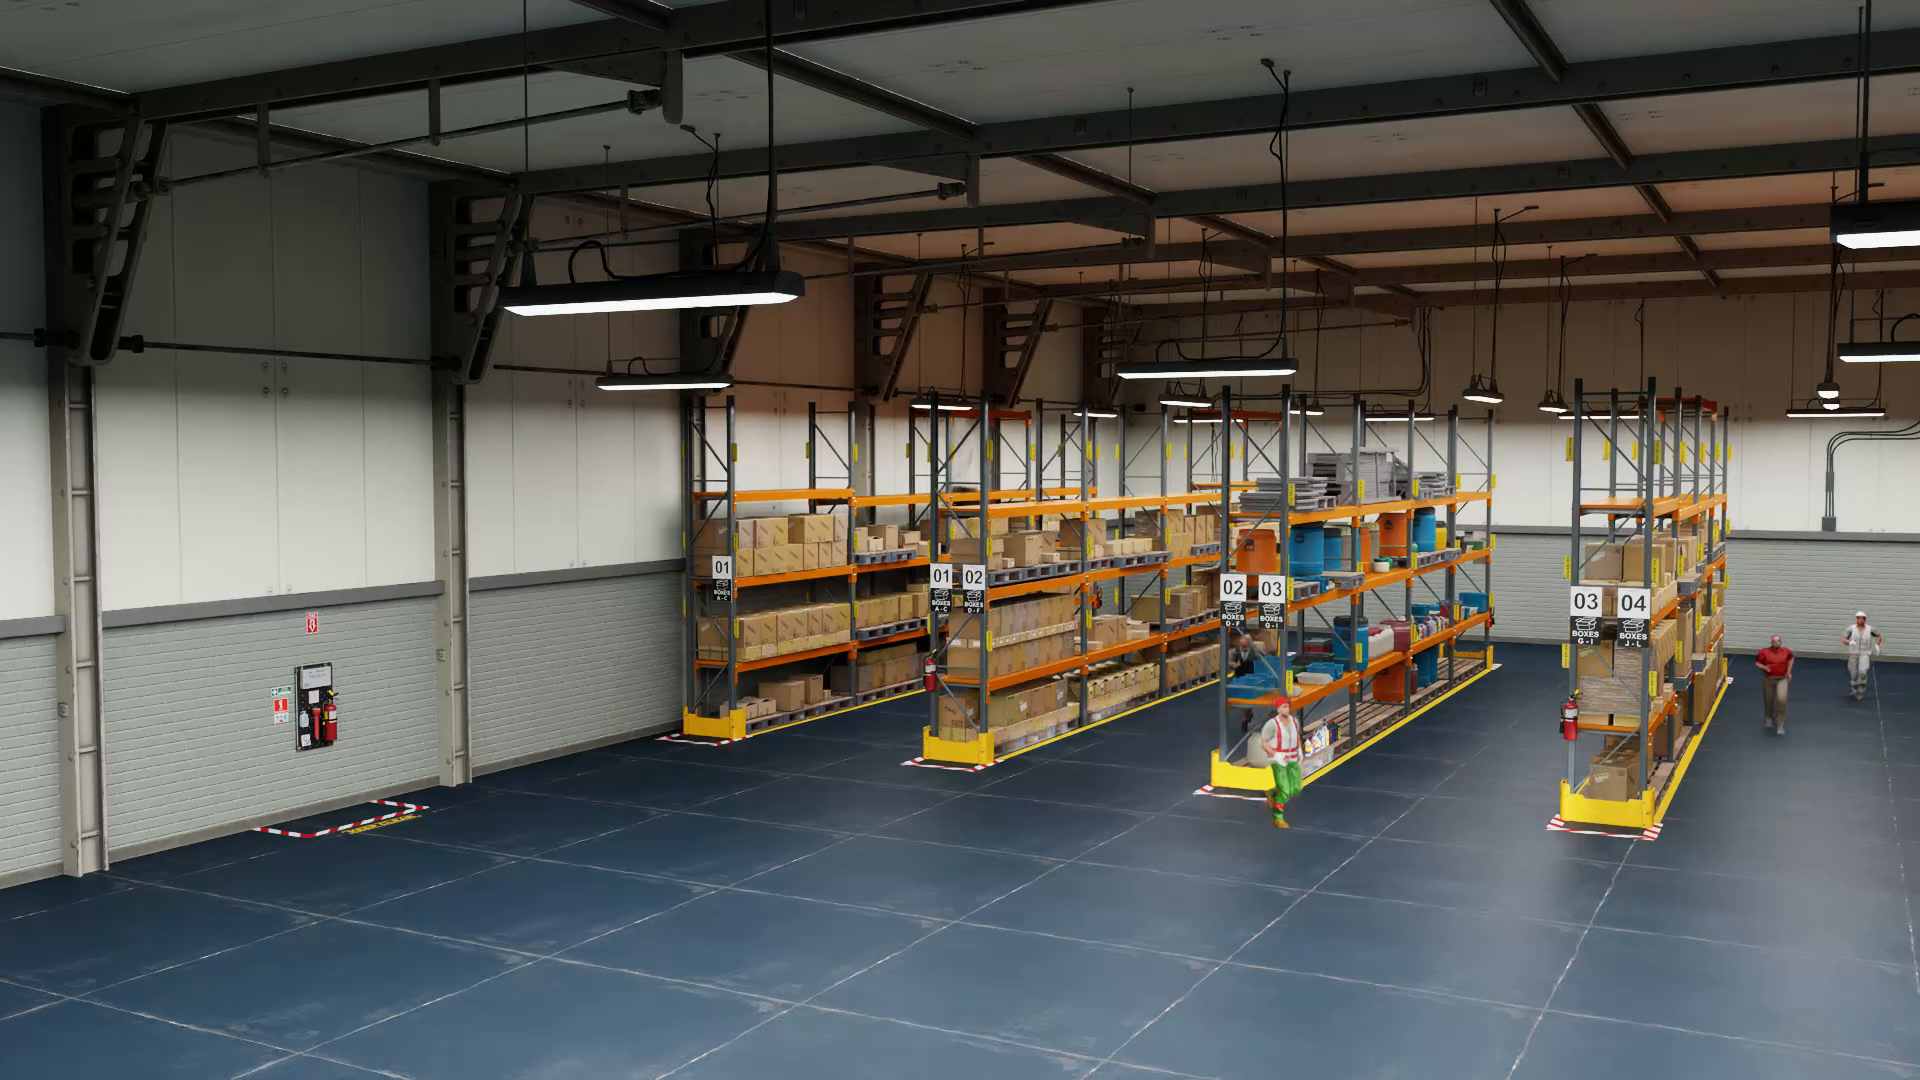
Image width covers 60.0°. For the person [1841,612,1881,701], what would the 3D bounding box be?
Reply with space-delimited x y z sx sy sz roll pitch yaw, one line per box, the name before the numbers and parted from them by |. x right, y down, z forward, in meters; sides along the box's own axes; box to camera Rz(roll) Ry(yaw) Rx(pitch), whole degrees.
person | 18.193 2.342 33.619 0.680 1.796 0.709 2 4 35

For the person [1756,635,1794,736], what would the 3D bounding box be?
person | 14.599 2.569 29.819 0.608 1.767 0.876 2 3 28

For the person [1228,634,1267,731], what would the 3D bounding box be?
person | 5.204 2.564 30.184 0.678 1.764 0.853 1 3 20

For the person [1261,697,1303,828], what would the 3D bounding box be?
person | 4.316 2.962 22.300 0.681 1.751 0.668 -2 3 -27
